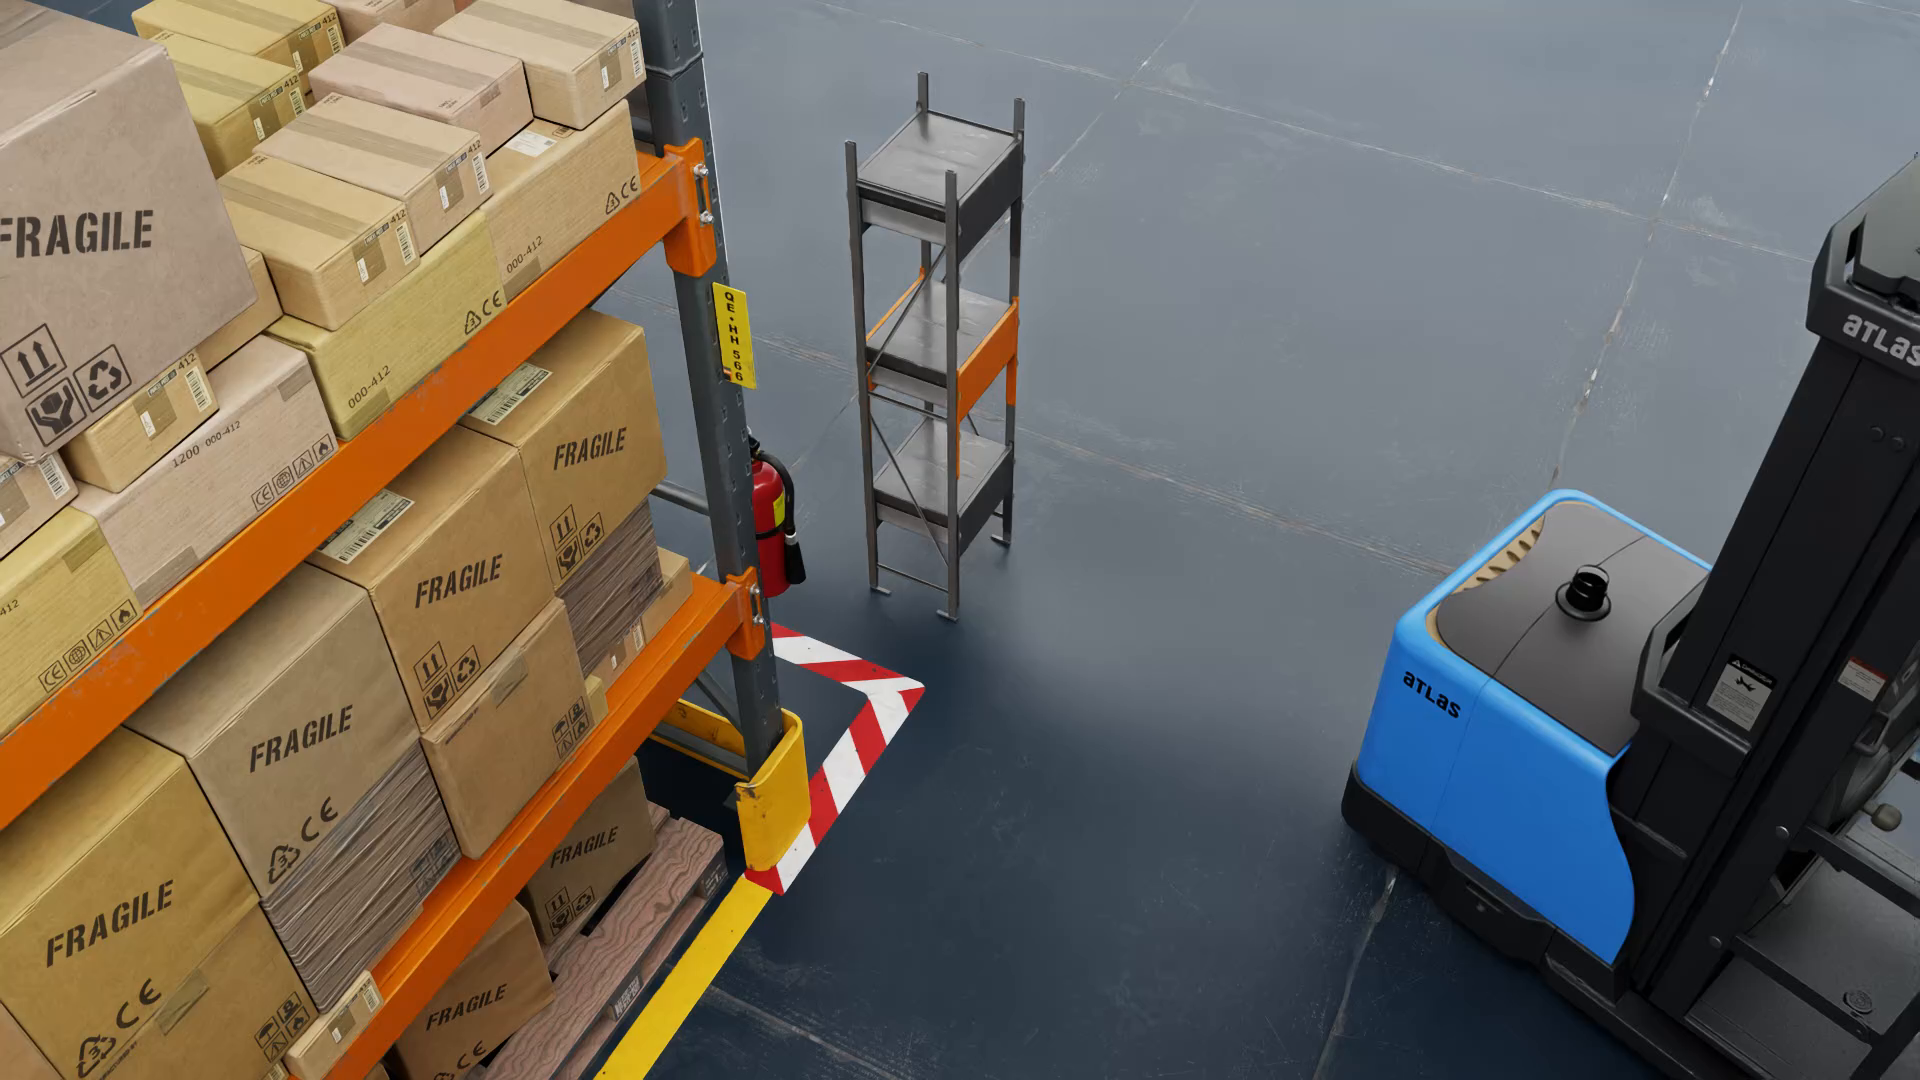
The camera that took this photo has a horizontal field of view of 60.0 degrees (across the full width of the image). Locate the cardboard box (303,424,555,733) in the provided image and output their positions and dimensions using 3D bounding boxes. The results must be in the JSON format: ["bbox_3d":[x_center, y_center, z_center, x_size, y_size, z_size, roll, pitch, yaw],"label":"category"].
[{"bbox_3d":[-1.343,0.038,3.901,0.500,0.500,0.500,20,49,19],"label":"cardboard box"}]

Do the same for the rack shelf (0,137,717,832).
[{"bbox_3d":[-2.008,0.242,3.078,1.077,0.370,4.000,20,49,19],"label":"rack shelf"}]

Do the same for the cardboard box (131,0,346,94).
[{"bbox_3d":[-1.619,-1.129,3.753,0.380,0.149,0.250,21,49,20],"label":"cardboard box"}]

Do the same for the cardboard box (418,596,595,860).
[{"bbox_3d":[-1.485,0.336,4.309,0.875,0.500,0.500,20,49,19],"label":"cardboard box"}]

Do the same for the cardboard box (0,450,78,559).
[{"bbox_3d":[-1.711,-0.105,2.741,0.380,0.149,0.250,18,48,17],"label":"cardboard box"}]

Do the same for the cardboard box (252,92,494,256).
[{"bbox_3d":[-1.187,-0.746,3.374,0.380,0.149,0.250,18,48,17],"label":"cardboard box"}]

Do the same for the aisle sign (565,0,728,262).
[{"bbox_3d":[-0.786,-1.070,4.151,0.394,0.787,0.004,20,49,19],"label":"aisle sign"}]

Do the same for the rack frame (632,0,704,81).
[{"bbox_3d":[-1.080,-2.325,3.001,1.000,3.000,0.127,20,49,19],"label":"rack frame"}]

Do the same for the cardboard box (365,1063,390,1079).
[{"bbox_3d":[-1.939,1.679,4.724,0.500,0.500,0.500,25,50,23],"label":"cardboard box"}]

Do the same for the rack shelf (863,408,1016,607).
[{"bbox_3d":[-0.077,-0.132,6.688,0.431,0.518,0.480,20,49,19],"label":"rack shelf"}]

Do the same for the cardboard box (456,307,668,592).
[{"bbox_3d":[-1.116,-0.279,4.214,0.500,0.500,0.500,20,49,19],"label":"cardboard box"}]

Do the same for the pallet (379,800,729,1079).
[{"bbox_3d":[-1.524,1.312,5.585,1.003,0.211,1.213,20,49,19],"label":"pallet"}]

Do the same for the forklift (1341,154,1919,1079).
[{"bbox_3d":[2.743,0.521,4.454,1.130,2.935,3.031,-34,54,-29],"label":"forklift"}]

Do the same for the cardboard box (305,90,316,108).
[{"bbox_3d":[-1.533,-1.000,3.905,0.500,0.250,0.500,22,49,20],"label":"cardboard box"}]

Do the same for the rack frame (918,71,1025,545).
[{"bbox_3d":[0.036,-0.788,6.332,0.400,2.100,0.015,20,49,19],"label":"rack frame"}]

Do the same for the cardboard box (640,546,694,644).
[{"bbox_3d":[-1.029,0.120,4.979,0.380,0.149,0.250,20,49,19],"label":"cardboard box"}]

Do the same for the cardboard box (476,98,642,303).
[{"bbox_3d":[-1.079,-0.830,3.738,0.500,0.250,0.500,22,49,20],"label":"cardboard box"}]

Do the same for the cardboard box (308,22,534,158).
[{"bbox_3d":[-1.157,-0.955,3.581,0.380,0.149,0.250,19,48,18],"label":"cardboard box"}]

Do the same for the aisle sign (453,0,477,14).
[{"bbox_3d":[-1.317,-1.268,4.346,0.394,0.787,0.004,20,49,19],"label":"aisle sign"}]

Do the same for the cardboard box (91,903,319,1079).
[{"bbox_3d":[-1.998,0.948,3.704,0.875,0.500,0.500,20,49,19],"label":"cardboard box"}]

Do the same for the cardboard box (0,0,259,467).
[{"bbox_3d":[-1.575,-0.526,2.701,0.500,0.500,0.500,20,49,19],"label":"cardboard box"}]

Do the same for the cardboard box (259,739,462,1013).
[{"bbox_3d":[-1.756,0.637,4.012,0.875,0.500,0.500,20,49,19],"label":"cardboard box"}]

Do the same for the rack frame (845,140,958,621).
[{"bbox_3d":[-0.190,-0.480,6.028,0.400,2.100,0.015,20,49,19],"label":"rack frame"}]

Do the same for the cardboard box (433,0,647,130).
[{"bbox_3d":[-0.932,-1.080,3.704,0.380,0.149,0.250,20,49,19],"label":"cardboard box"}]

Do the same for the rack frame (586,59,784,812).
[{"bbox_3d":[-1.080,-0.216,5.134,1.000,3.000,0.127,20,49,19],"label":"rack frame"}]

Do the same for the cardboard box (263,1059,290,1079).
[{"bbox_3d":[-1.810,1.234,3.878,0.380,0.149,0.250,20,49,19],"label":"cardboard box"}]

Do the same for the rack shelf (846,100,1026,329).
[{"bbox_3d":[-0.077,-1.116,5.692,0.431,0.518,0.480,20,49,19],"label":"rack shelf"}]

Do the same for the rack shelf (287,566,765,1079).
[{"bbox_3d":[-2.008,1.297,4.145,1.077,0.370,4.000,20,49,19],"label":"rack shelf"}]

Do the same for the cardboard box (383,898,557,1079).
[{"bbox_3d":[-1.632,1.291,5.107,0.500,0.500,0.500,33,54,29],"label":"cardboard box"}]

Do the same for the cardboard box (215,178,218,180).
[{"bbox_3d":[-1.767,-0.673,3.582,0.500,0.250,0.500,19,48,18],"label":"cardboard box"}]

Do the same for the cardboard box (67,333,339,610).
[{"bbox_3d":[-1.553,-0.195,3.110,0.500,0.250,0.500,21,49,20],"label":"cardboard box"}]

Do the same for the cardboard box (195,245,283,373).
[{"bbox_3d":[-1.508,-0.465,3.097,0.380,0.149,0.250,21,49,20],"label":"cardboard box"}]

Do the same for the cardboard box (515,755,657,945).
[{"bbox_3d":[-1.385,0.903,5.491,0.500,0.500,0.500,29,52,26],"label":"cardboard box"}]

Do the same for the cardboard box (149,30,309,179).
[{"bbox_3d":[-1.627,-0.930,3.556,0.380,0.149,0.250,20,49,18],"label":"cardboard box"}]

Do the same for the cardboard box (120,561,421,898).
[{"bbox_3d":[-1.578,0.352,3.591,0.500,0.500,0.500,20,49,19],"label":"cardboard box"}]

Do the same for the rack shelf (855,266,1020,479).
[{"bbox_3d":[-0.077,-0.624,6.190,0.431,0.518,0.480,20,49,19],"label":"rack shelf"}]

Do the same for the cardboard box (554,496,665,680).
[{"bbox_3d":[-1.360,-0.018,4.660,0.875,0.500,0.500,20,49,19],"label":"cardboard box"}]

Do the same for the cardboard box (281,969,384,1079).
[{"bbox_3d":[-1.633,1.100,4.011,0.380,0.149,0.250,20,49,19],"label":"cardboard box"}]

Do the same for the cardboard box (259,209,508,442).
[{"bbox_3d":[-1.308,-0.515,3.426,0.500,0.250,0.500,21,49,19],"label":"cardboard box"}]

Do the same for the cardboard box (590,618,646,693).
[{"bbox_3d":[-1.146,0.277,4.824,0.380,0.149,0.250,20,49,19],"label":"cardboard box"}]

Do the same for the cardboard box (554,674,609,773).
[{"bbox_3d":[-1.217,0.452,4.651,0.380,0.149,0.250,20,49,19],"label":"cardboard box"}]

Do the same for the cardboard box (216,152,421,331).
[{"bbox_3d":[-1.283,-0.580,3.210,0.380,0.149,0.250,21,49,19],"label":"cardboard box"}]

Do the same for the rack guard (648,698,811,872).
[{"bbox_3d":[-1.115,0.711,5.976,1.175,0.500,0.348,20,49,19],"label":"rack guard"}]

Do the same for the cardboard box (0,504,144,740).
[{"bbox_3d":[-1.782,0.124,2.795,0.500,0.250,0.500,20,49,18],"label":"cardboard box"}]

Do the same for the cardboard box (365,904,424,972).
[{"bbox_3d":[-1.595,0.913,4.195,0.380,0.149,0.250,20,49,19],"label":"cardboard box"}]

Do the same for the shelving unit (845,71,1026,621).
[{"bbox_3d":[-0.077,-0.634,6.180,0.431,2.100,0.503,20,49,19],"label":"shelving unit"}]

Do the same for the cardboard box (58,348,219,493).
[{"bbox_3d":[-1.543,-0.263,2.897,0.380,0.149,0.250,18,48,17],"label":"cardboard box"}]

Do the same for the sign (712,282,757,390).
[{"bbox_3d":[-0.598,-0.538,4.417,0.100,0.325,0.005,20,49,19],"label":"sign"}]

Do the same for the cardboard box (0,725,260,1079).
[{"bbox_3d":[-1.817,0.664,3.282,0.500,0.500,0.500,20,49,19],"label":"cardboard box"}]

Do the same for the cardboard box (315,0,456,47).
[{"bbox_3d":[-1.413,-1.261,3.883,0.380,0.149,0.250,20,49,19],"label":"cardboard box"}]

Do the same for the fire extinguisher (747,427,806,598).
[{"bbox_3d":[-0.619,-0.109,5.083,0.296,0.674,0.183,20,49,19],"label":"fire extinguisher"}]
